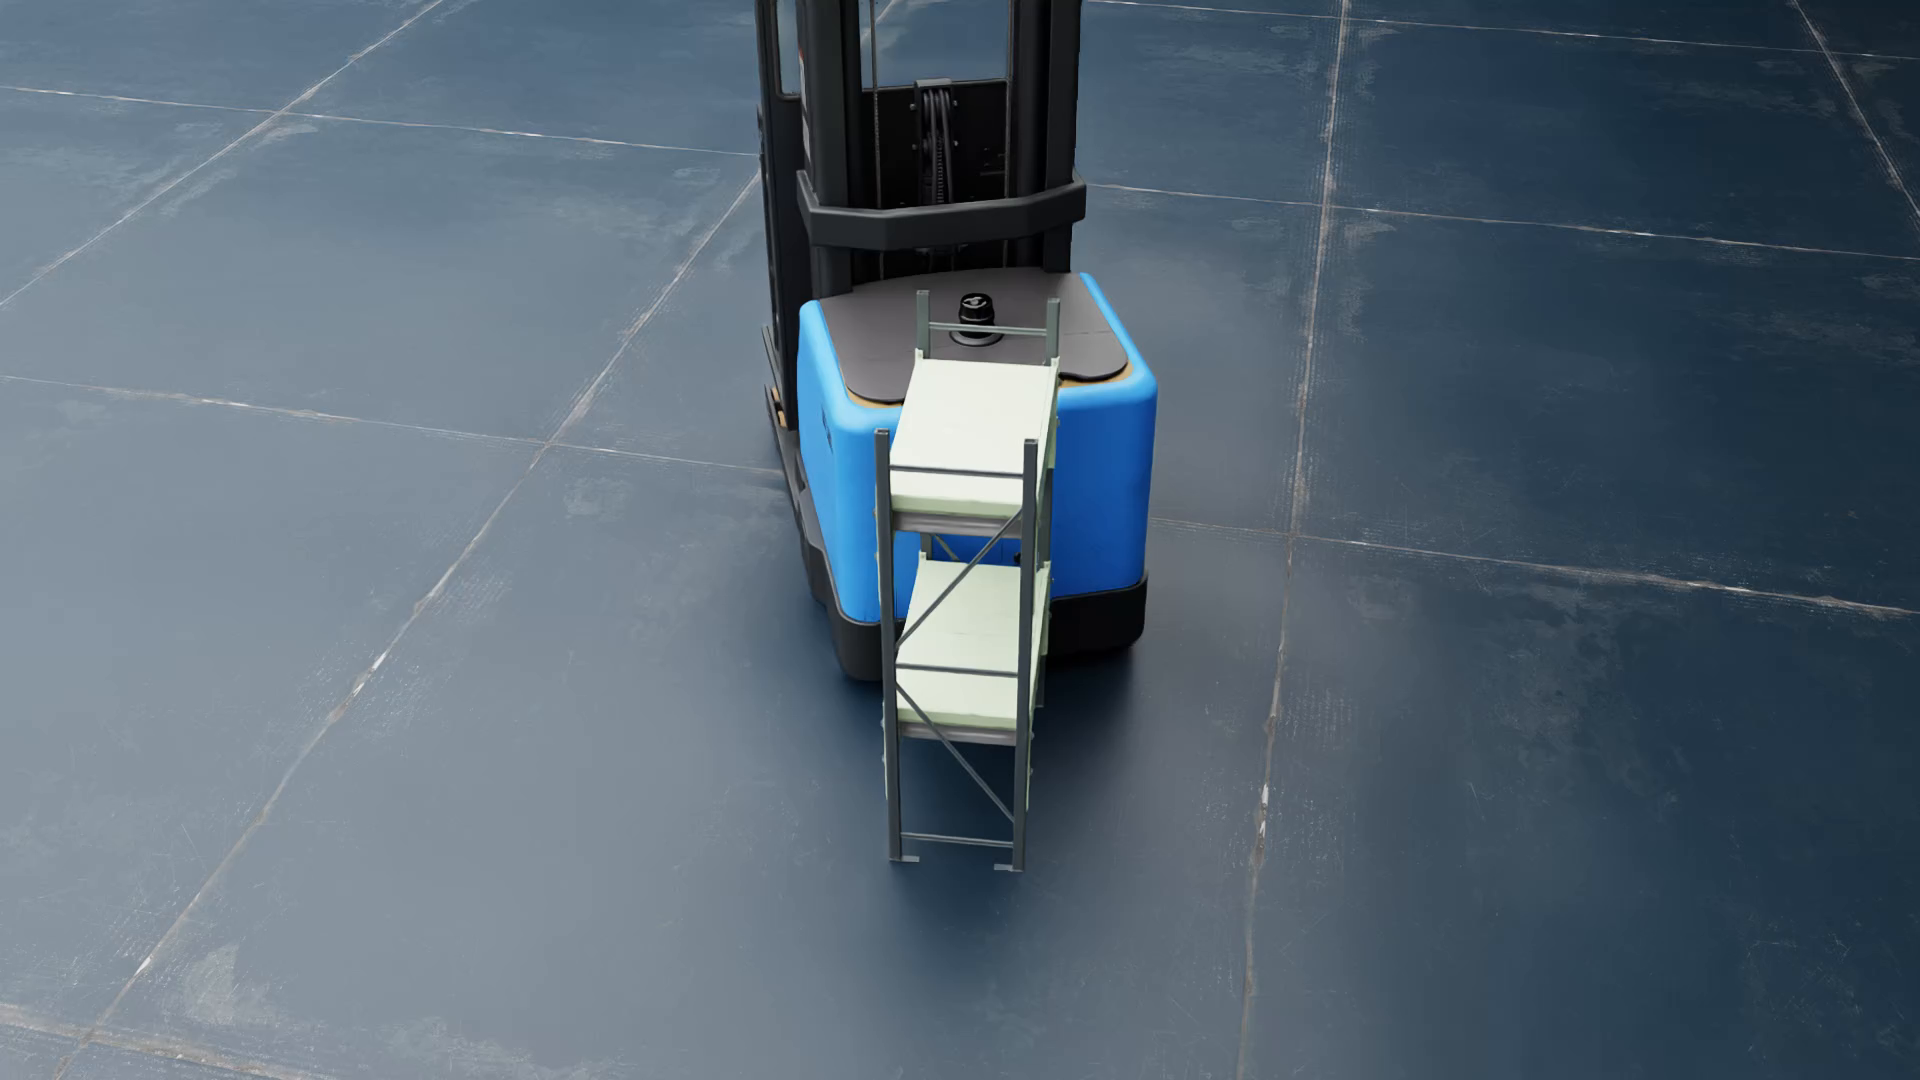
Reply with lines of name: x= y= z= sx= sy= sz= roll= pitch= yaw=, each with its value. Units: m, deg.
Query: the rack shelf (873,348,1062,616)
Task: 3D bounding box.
rack shelf: x=0.035 y=-0.175 z=4.548 sx=0.431 sy=0.370 sz=0.720 roll=4 pitch=36 yaw=6

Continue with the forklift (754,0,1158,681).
forklift: x=-0.189 y=-1.583 z=5.937 sx=1.130 sy=2.935 sz=3.031 roll=-7 pitch=37 yaw=-10

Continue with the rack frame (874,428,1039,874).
rack frame: x=-0.009 y=0.354 z=4.483 sx=0.400 sy=1.500 sz=0.023 roll=4 pitch=36 yaw=6

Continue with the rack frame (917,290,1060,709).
rack frame: x=0.079 y=-0.072 z=5.071 sx=0.400 sy=1.500 sz=0.023 roll=4 pitch=36 yaw=6

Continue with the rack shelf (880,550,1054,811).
rack shelf: x=0.035 y=0.405 z=4.969 sx=0.431 sy=0.370 sz=0.720 roll=4 pitch=36 yaw=6

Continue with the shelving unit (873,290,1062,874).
shelving unit: x=0.035 y=0.141 z=4.777 sx=0.431 sy=1.500 sz=0.755 roll=4 pitch=36 yaw=6
